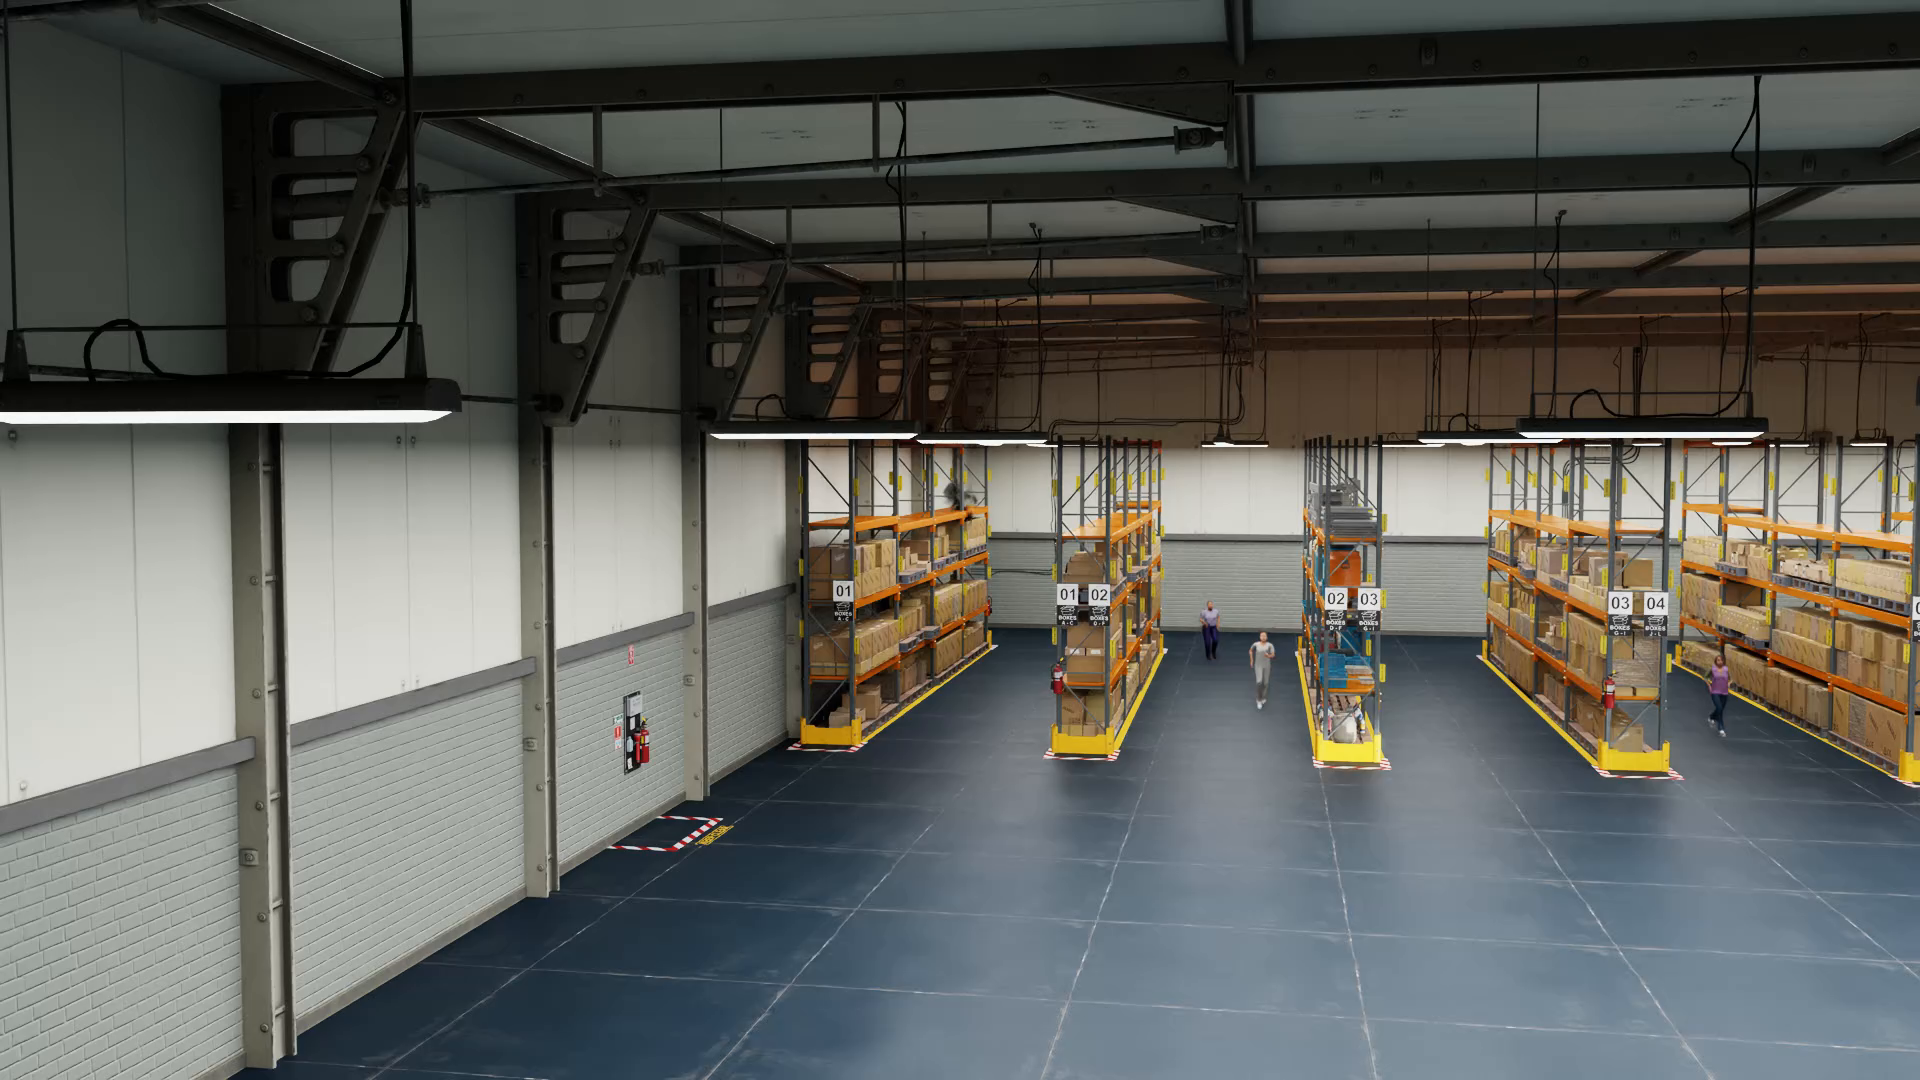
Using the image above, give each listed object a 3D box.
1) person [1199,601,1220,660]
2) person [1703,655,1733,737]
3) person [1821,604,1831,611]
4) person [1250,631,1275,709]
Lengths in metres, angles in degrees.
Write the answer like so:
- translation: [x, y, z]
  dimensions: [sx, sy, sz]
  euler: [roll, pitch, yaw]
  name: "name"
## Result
- translation: [6.814, 2.465, 45.316]
  dimensions: [0.610, 1.625, 0.612]
  euler: [0, 3, 0]
  name: "person"
- translation: [15.312, 3.111, 33.549]
  dimensions: [0.526, 1.606, 0.815]
  euler: [0, 3, 5]
  name: "person"
- translation: [23.584, 2.418, 45.181]
  dimensions: [0.600, 1.739, 0.682]
  euler: [0, 3, 7]
  name: "person"
- translation: [6.752, 2.878, 37.122]
  dimensions: [0.532, 1.725, 0.753]
  euler: [0, 3, 3]
  name: "person"
